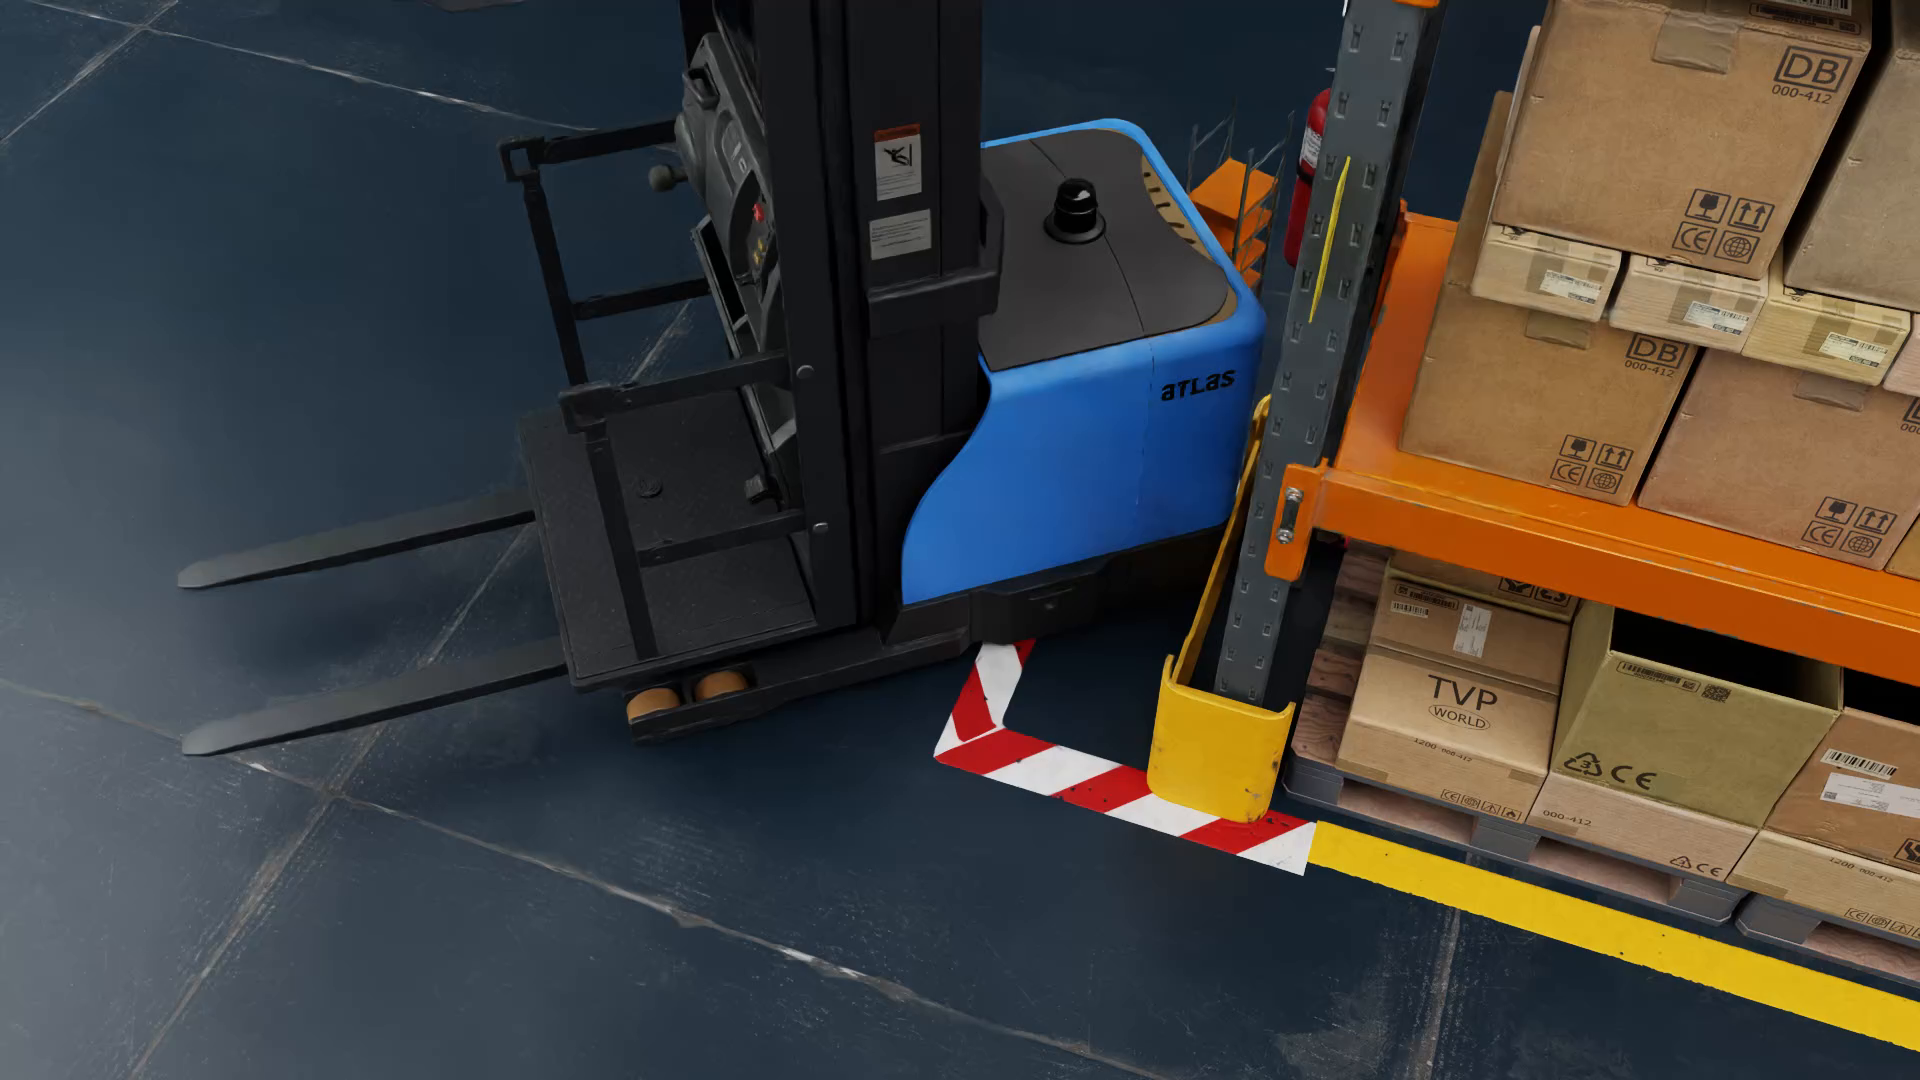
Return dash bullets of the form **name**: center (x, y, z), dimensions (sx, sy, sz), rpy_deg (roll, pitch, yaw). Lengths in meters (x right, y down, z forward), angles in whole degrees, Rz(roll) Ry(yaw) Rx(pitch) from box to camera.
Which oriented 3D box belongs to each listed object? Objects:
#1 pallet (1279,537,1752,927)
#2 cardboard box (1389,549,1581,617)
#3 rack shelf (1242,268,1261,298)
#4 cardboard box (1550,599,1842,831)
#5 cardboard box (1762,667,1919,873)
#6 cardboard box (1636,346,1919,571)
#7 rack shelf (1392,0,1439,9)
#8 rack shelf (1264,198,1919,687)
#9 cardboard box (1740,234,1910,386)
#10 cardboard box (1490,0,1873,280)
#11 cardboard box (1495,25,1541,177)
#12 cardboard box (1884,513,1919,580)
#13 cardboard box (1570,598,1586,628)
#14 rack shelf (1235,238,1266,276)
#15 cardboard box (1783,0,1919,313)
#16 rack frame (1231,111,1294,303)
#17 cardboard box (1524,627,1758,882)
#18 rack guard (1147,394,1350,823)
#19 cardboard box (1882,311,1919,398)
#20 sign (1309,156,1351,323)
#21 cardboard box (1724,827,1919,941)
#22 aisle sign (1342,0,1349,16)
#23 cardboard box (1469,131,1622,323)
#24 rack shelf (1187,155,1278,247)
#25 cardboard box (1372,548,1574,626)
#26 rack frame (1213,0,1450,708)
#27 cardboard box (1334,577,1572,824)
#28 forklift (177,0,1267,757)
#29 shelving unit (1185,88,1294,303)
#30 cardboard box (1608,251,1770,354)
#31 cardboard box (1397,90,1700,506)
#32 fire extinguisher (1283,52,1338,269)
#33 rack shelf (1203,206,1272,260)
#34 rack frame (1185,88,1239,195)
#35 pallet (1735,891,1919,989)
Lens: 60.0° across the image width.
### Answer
- **pallet**: center (1.623, 0.442, 4.727), dimensions (1.213, 0.211, 1.003), rpy_deg (16, 51, 13)
- **cardboard box**: center (1.497, -0.195, 4.479), dimensions (0.500, 0.500, 0.500), rpy_deg (16, 51, 13)
- **rack shelf**: center (0.800, -0.765, 5.177), dimensions (0.180, 0.103, 0.258), rpy_deg (31, 56, 24)
- **cardboard box**: center (1.787, 0.304, 4.047), dimensions (0.500, 0.500, 0.500), rpy_deg (16, 51, 13)
- **cardboard box**: center (2.260, 0.425, 3.942), dimensions (0.500, 0.500, 0.500), rpy_deg (16, 51, 13)
- **cardboard box**: center (1.819, -0.409, 3.553), dimensions (0.500, 0.500, 0.700), rpy_deg (17, 51, 14)
- **rack shelf**: center (2.767, -0.865, 2.505), dimensions (4.000, 0.370, 1.077), rpy_deg (16, 51, 13)
- **rack shelf**: center (2.767, 0.118, 3.639), dimensions (4.000, 0.370, 1.077), rpy_deg (16, 51, 13)
- **cardboard box**: center (1.667, -0.498, 3.201), dimensions (0.250, 0.149, 0.380), rpy_deg (16, 51, 13)
- **cardboard box**: center (1.374, -0.954, 3.167), dimensions (0.500, 0.500, 0.700), rpy_deg (16, 51, 13)
- **cardboard box**: center (1.316, -0.922, 3.568), dimensions (0.250, 0.149, 0.380), rpy_deg (15, 51, 13)
- **cardboard box**: center (2.283, -0.275, 3.437), dimensions (0.500, 0.500, 0.700), rpy_deg (16, 51, 13)
- **cardboard box**: center (1.970, 0.175, 4.655), dimensions (0.500, 0.250, 0.500), rpy_deg (16, 51, 13)
- **rack shelf**: center (0.800, -0.844, 5.087), dimensions (0.180, 0.103, 0.258), rpy_deg (31, 56, 24)
- **cardboard box**: center (1.869, -0.820, 3.051), dimensions (0.500, 0.500, 0.700), rpy_deg (14, 51, 12)
- **rack frame**: center (0.872, -0.751, 5.107), dimensions (0.006, 1.200, 0.240), rpy_deg (31, 56, 24)
- **cardboard box**: center (1.787, 0.548, 4.332), dimensions (0.500, 0.250, 0.500), rpy_deg (16, 51, 13)
- **rack guard**: center (0.869, 0.171, 4.771), dimensions (0.348, 0.500, 1.175), rpy_deg (16, 51, 13)
- **cardboard box**: center (1.903, -0.430, 3.142), dimensions (0.250, 0.149, 0.380), rpy_deg (15, 51, 13)
- **sign**: center (0.693, -0.559, 3.124), dimensions (0.005, 0.325, 0.100), rpy_deg (16, 51, 13)
- **cardboard box**: center (2.256, 0.679, 4.218), dimensions (0.500, 0.250, 0.500), rpy_deg (16, 51, 13)
- **aisle sign**: center (0.723, -1.293, 2.665), dimensions (0.004, 0.787, 0.394), rpy_deg (16, 51, 13)
- **cardboard box**: center (1.185, -0.631, 3.317), dimensions (0.250, 0.149, 0.380), rpy_deg (15, 51, 13)
- **rack shelf**: center (0.800, -1.001, 4.905), dimensions (0.180, 0.103, 0.258), rpy_deg (31, 56, 24)
- **cardboard box**: center (1.497, 0.052, 4.761), dimensions (0.500, 0.250, 0.500), rpy_deg (16, 51, 13)
- **rack frame**: center (0.891, -0.641, 3.821), dimensions (0.127, 3.000, 1.000), rpy_deg (16, 51, 13)
- **cardboard box**: center (1.317, 0.420, 4.443), dimensions (0.500, 0.250, 0.500), rpy_deg (16, 51, 13)
- **forklift**: center (-0.749, -0.833, 4.032), dimensions (3.031, 2.935, 1.130), rpy_deg (-14, 51, -12)
- **shelving unit**: center (0.800, -0.794, 5.144), dimensions (0.189, 1.200, 0.258), rpy_deg (31, 56, 24)
- **cardboard box**: center (1.433, -0.564, 3.258), dimensions (0.250, 0.149, 0.380), rpy_deg (14, 51, 12)
- **cardboard box**: center (1.325, -0.543, 3.669), dimensions (0.500, 0.500, 0.700), rpy_deg (16, 51, 13)
- **fire extinguisher**: center (0.941, -0.976, 4.162), dimensions (0.183, 0.674, 0.296), rpy_deg (16, 51, 13)
- **rack shelf**: center (0.800, -0.922, 4.996), dimensions (0.180, 0.103, 0.258), rpy_deg (31, 56, 24)
- **rack frame**: center (0.728, -0.837, 5.181), dimensions (0.006, 1.200, 0.240), rpy_deg (31, 56, 24)
- **pallet**: center (2.764, 0.763, 4.449), dimensions (1.213, 0.211, 1.003), rpy_deg (16, 51, 13)
